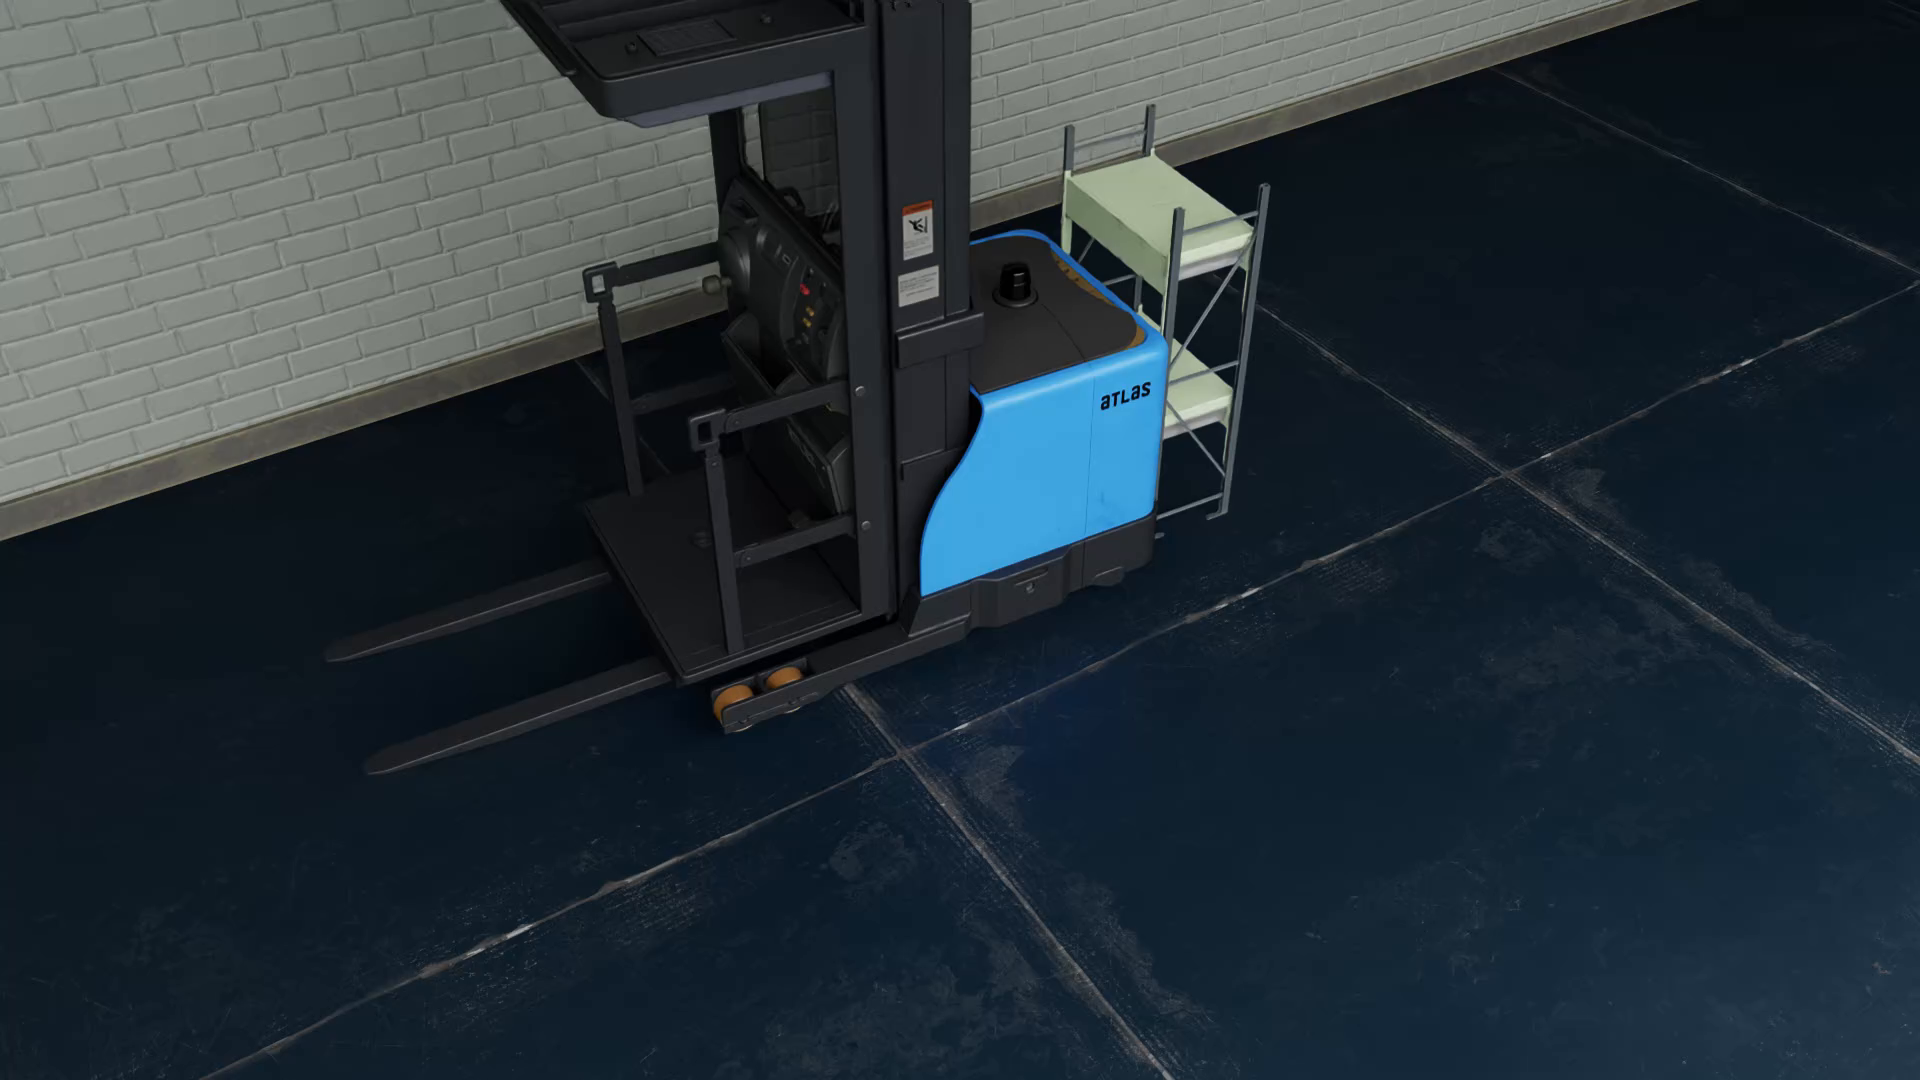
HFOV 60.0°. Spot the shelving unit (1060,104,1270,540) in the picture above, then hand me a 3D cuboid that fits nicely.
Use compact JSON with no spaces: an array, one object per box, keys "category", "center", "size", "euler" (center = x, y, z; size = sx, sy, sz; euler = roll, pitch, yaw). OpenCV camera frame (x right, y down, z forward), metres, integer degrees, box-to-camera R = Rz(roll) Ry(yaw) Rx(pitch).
[{"category":"shelving unit","center":[0.751,-0.839,6.585],"size":[0.431,1.500,0.755],"euler":[-19,43,-21]}]

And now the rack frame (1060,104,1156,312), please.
[{"category":"rack frame","center":[0.577,-1.045,6.832],"size":[0.400,1.500,0.023],"euler":[-19,43,-21]}]

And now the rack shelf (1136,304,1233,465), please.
[{"category":"rack shelf","center":[0.751,-0.588,6.793],"size":[0.431,0.370,0.720],"euler":[-19,43,-21]}]

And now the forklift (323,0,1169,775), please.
[{"category":"forklift","center":[-0.780,-0.831,5.458],"size":[3.031,2.935,1.130],"euler":[-19,43,-21]}]

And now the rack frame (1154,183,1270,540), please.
[{"category":"rack frame","center":[0.925,-0.632,6.337],"size":[0.400,1.500,0.023],"euler":[-19,43,-21]}]

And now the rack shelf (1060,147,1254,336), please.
[{"category":"rack shelf","center":[0.751,-1.138,6.335],"size":[0.431,0.370,0.720],"euler":[-19,43,-21]}]
